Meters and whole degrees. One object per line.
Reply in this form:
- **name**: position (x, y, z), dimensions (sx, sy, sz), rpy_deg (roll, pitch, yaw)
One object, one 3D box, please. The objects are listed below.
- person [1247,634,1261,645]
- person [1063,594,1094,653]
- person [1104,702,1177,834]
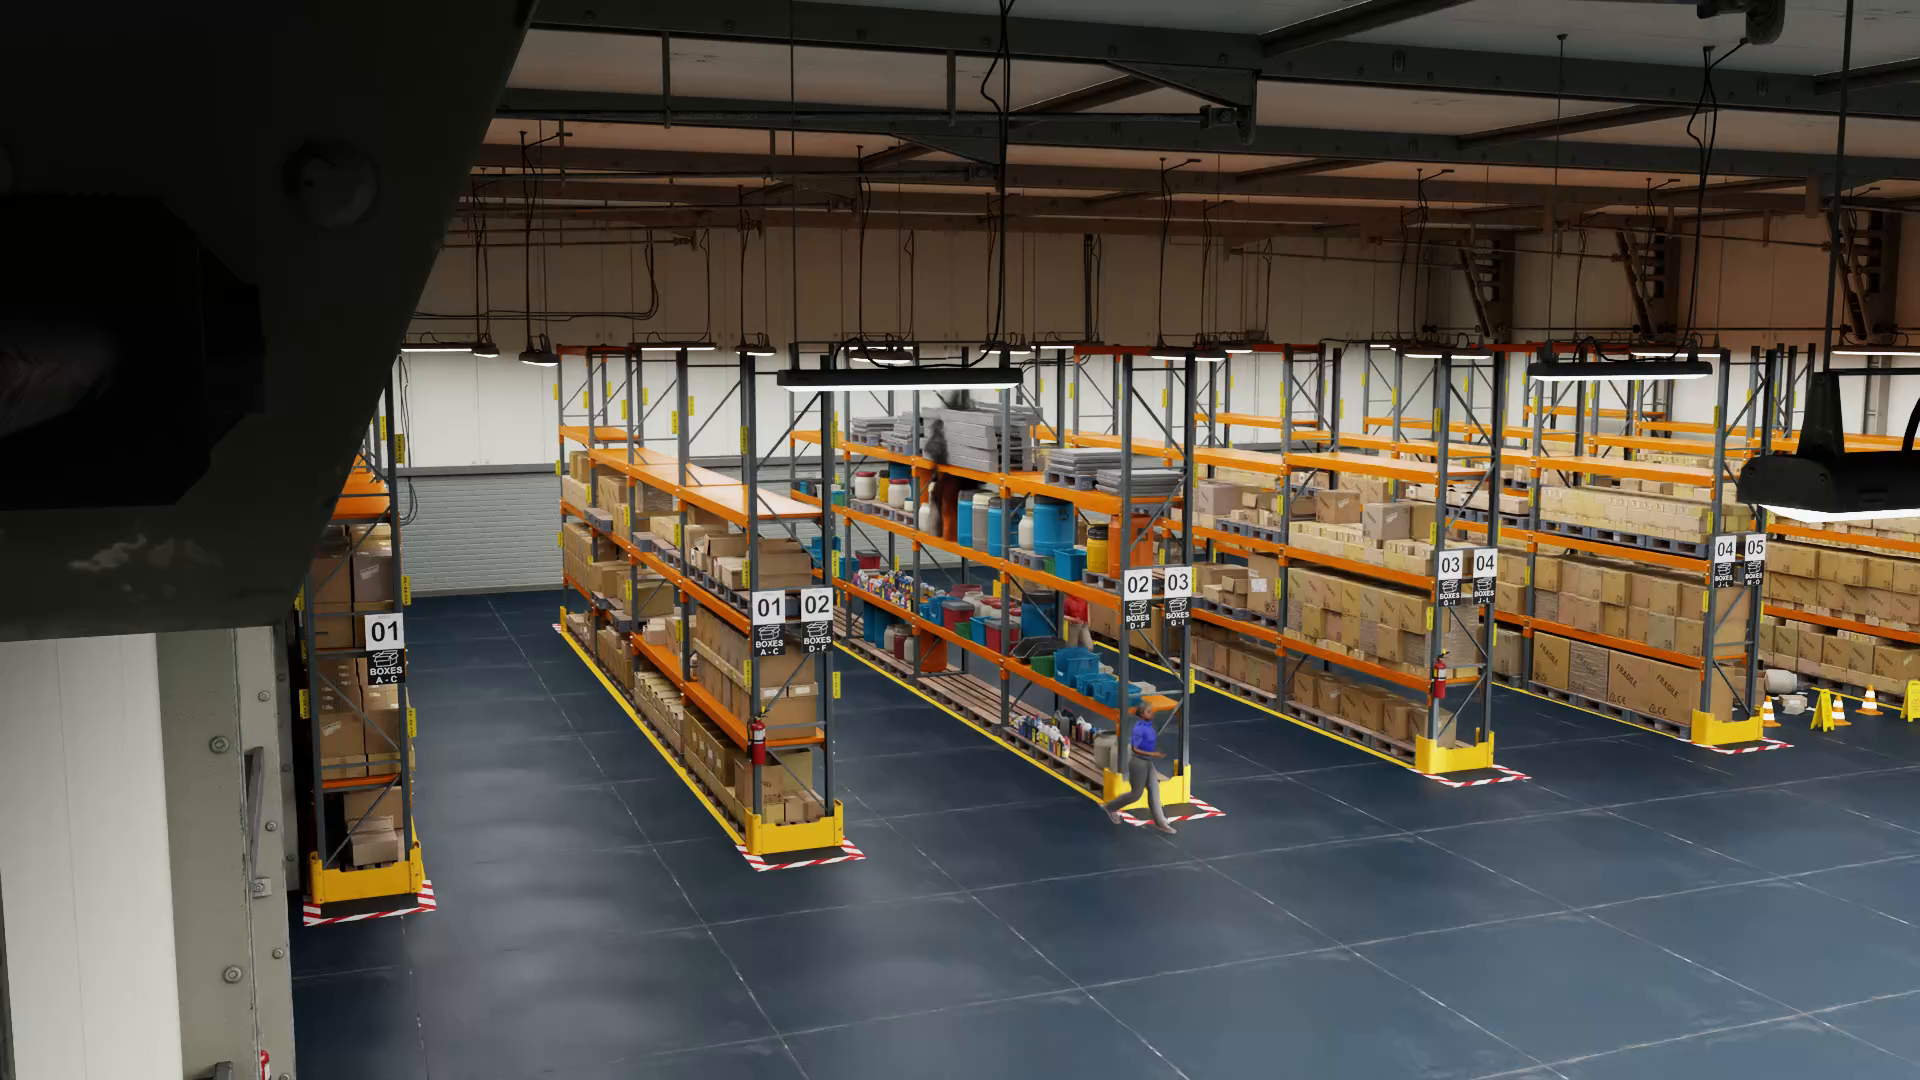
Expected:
- **person**: position (5.975, 1.343, 33.210), dimensions (0.611, 1.623, 0.730), rpy_deg (-4, 8, -27)
- **person**: position (2.041, 1.606, 29.021), dimensions (0.671, 1.757, 0.741), rpy_deg (-3, 8, -24)
- **person**: position (2.279, 2.847, 20.924), dimensions (0.941, 1.654, 0.593), rpy_deg (4, 8, 26)
